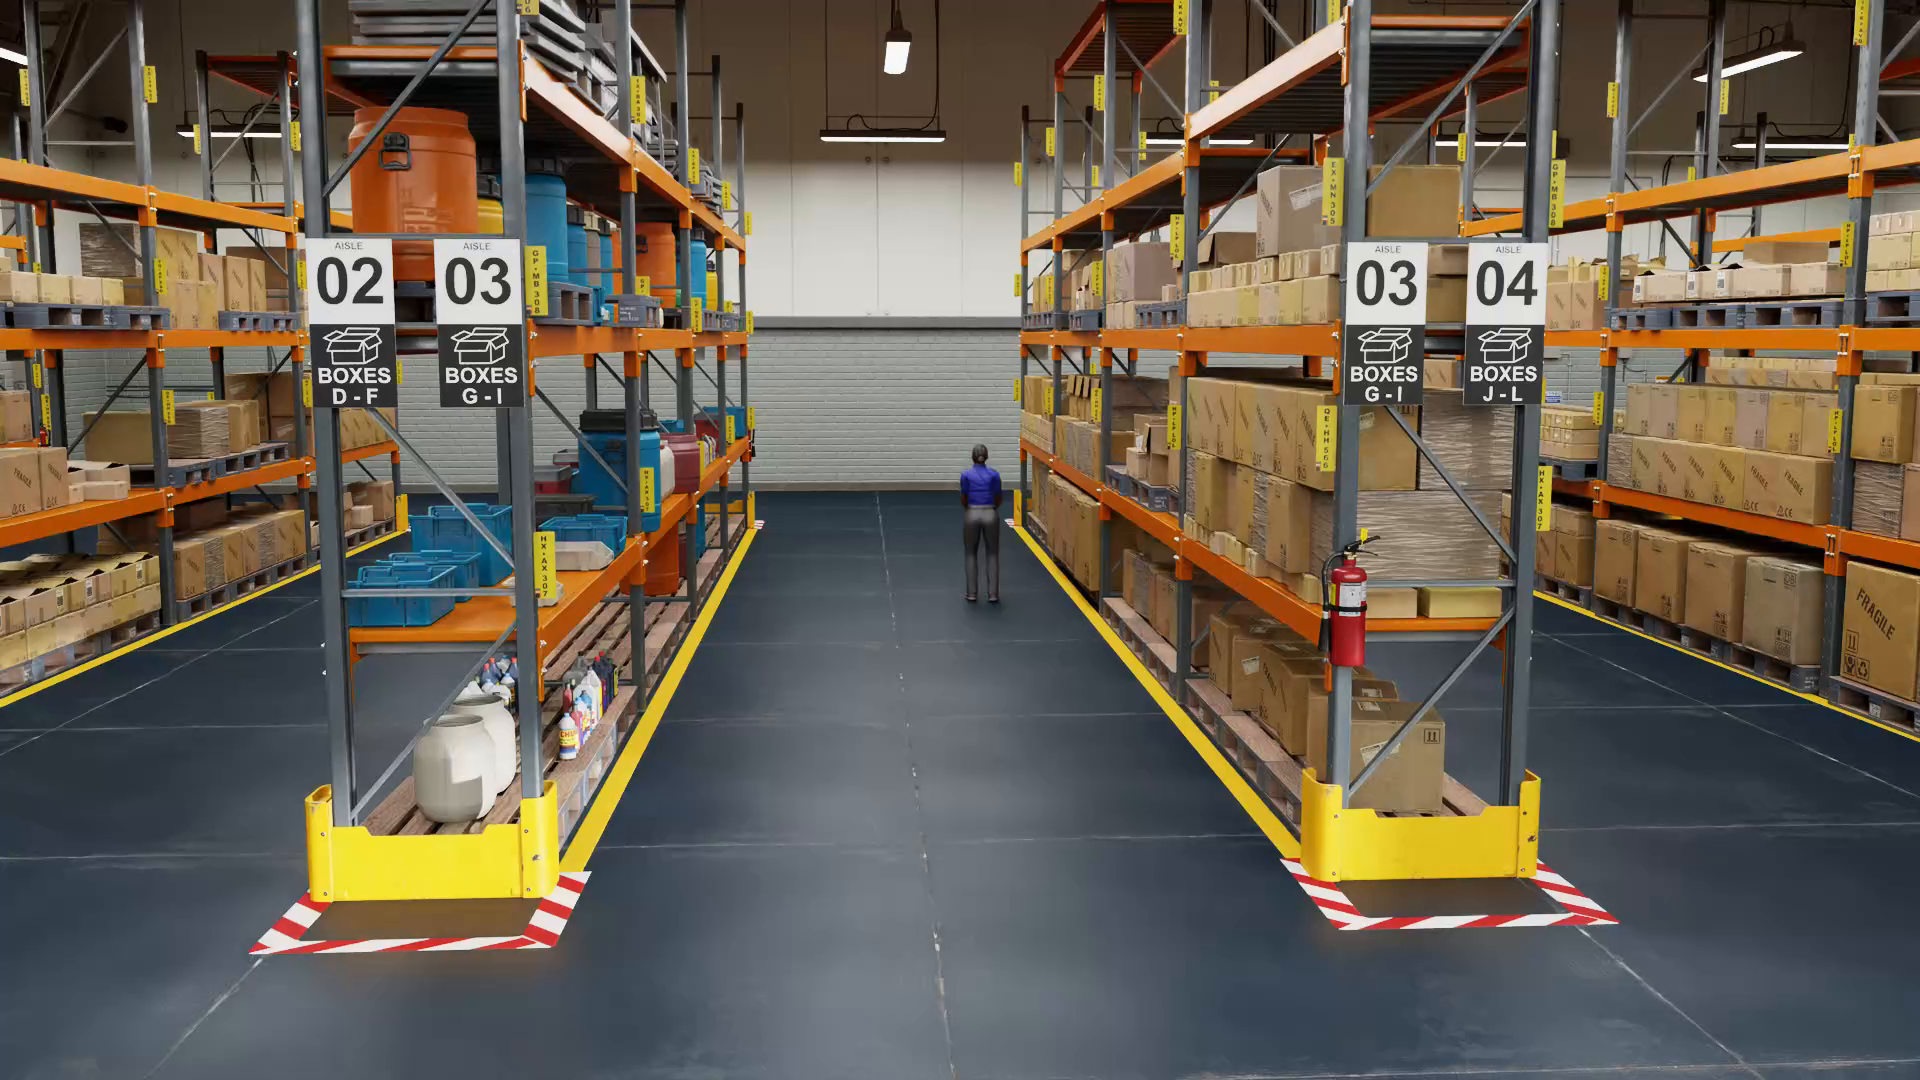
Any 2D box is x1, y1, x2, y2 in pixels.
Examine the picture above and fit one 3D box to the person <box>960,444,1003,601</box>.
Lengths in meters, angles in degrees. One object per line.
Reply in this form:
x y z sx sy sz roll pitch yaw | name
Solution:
0.224 -0.191 17.377 0.451 1.651 0.510 0 7 0 | person
